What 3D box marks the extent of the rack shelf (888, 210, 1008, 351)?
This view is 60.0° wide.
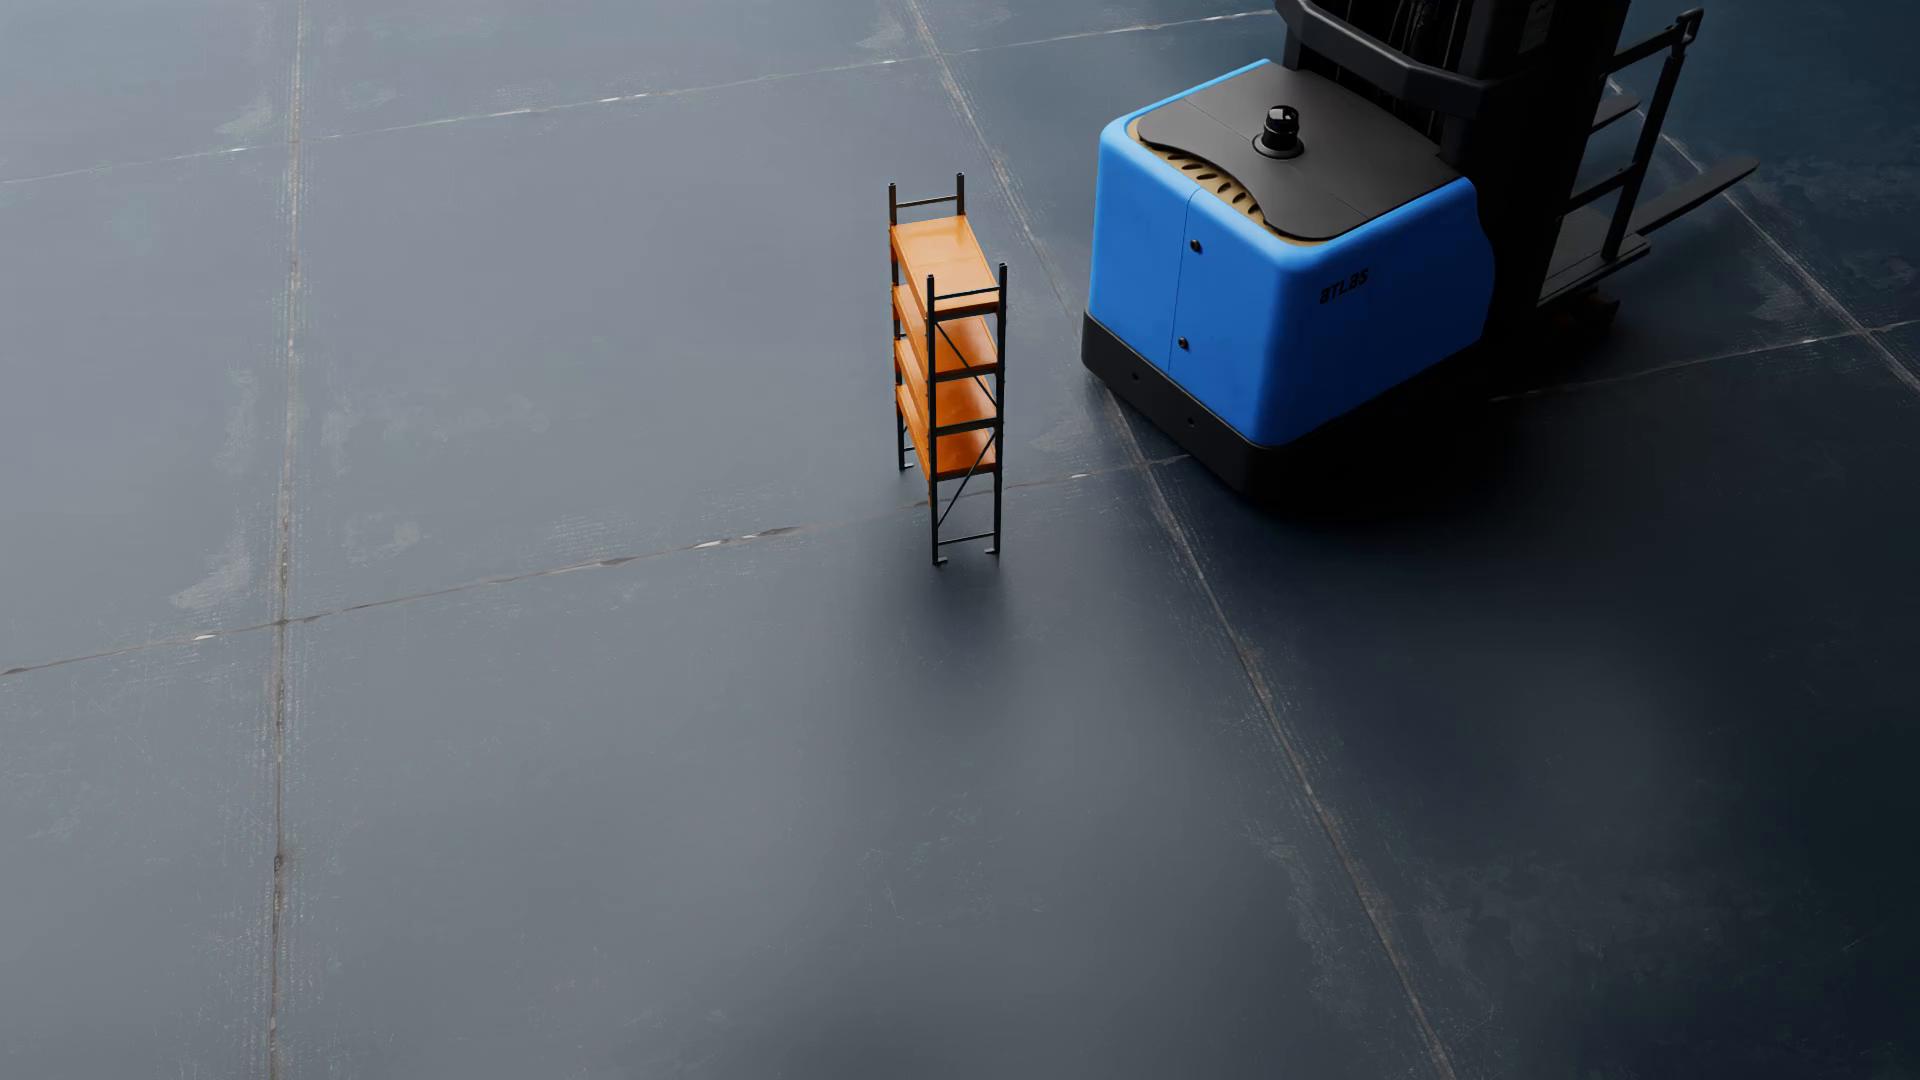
[{"bbox_3d":[-0.042,-0.809,5.153,0.258,0.148,0.480,-11,47,-10],"label":"rack shelf"}]

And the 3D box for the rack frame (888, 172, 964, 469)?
[{"bbox_3d":[-0.105,-0.703,5.599,0.240,1.200,0.015,-11,47,-10],"label":"rack frame"}]

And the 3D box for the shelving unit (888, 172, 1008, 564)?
[{"bbox_3d":[-0.042,-0.534,5.433,0.258,1.200,0.503,-11,47,-10],"label":"shelving unit"}]

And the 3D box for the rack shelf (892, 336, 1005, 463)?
[{"bbox_3d":[-0.042,-0.487,5.482,0.258,0.148,0.480,-11,47,-10],"label":"rack shelf"}]

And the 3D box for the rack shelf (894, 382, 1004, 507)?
[{"bbox_3d":[-0.042,-0.348,5.623,0.258,0.148,0.480,-11,47,-10],"label":"rack shelf"}]

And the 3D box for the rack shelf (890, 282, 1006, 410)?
[{"bbox_3d":[-0.042,-0.644,5.322,0.258,0.148,0.480,-11,47,-10],"label":"rack shelf"}]

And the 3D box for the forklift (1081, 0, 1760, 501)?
[{"bbox_3d":[1.951,-2.021,5.678,3.031,2.935,1.130,-28,52,-24],"label":"forklift"}]

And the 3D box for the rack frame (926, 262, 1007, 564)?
[{"bbox_3d":[0.020,-0.366,5.268,0.240,1.200,0.015,-11,47,-10],"label":"rack frame"}]
